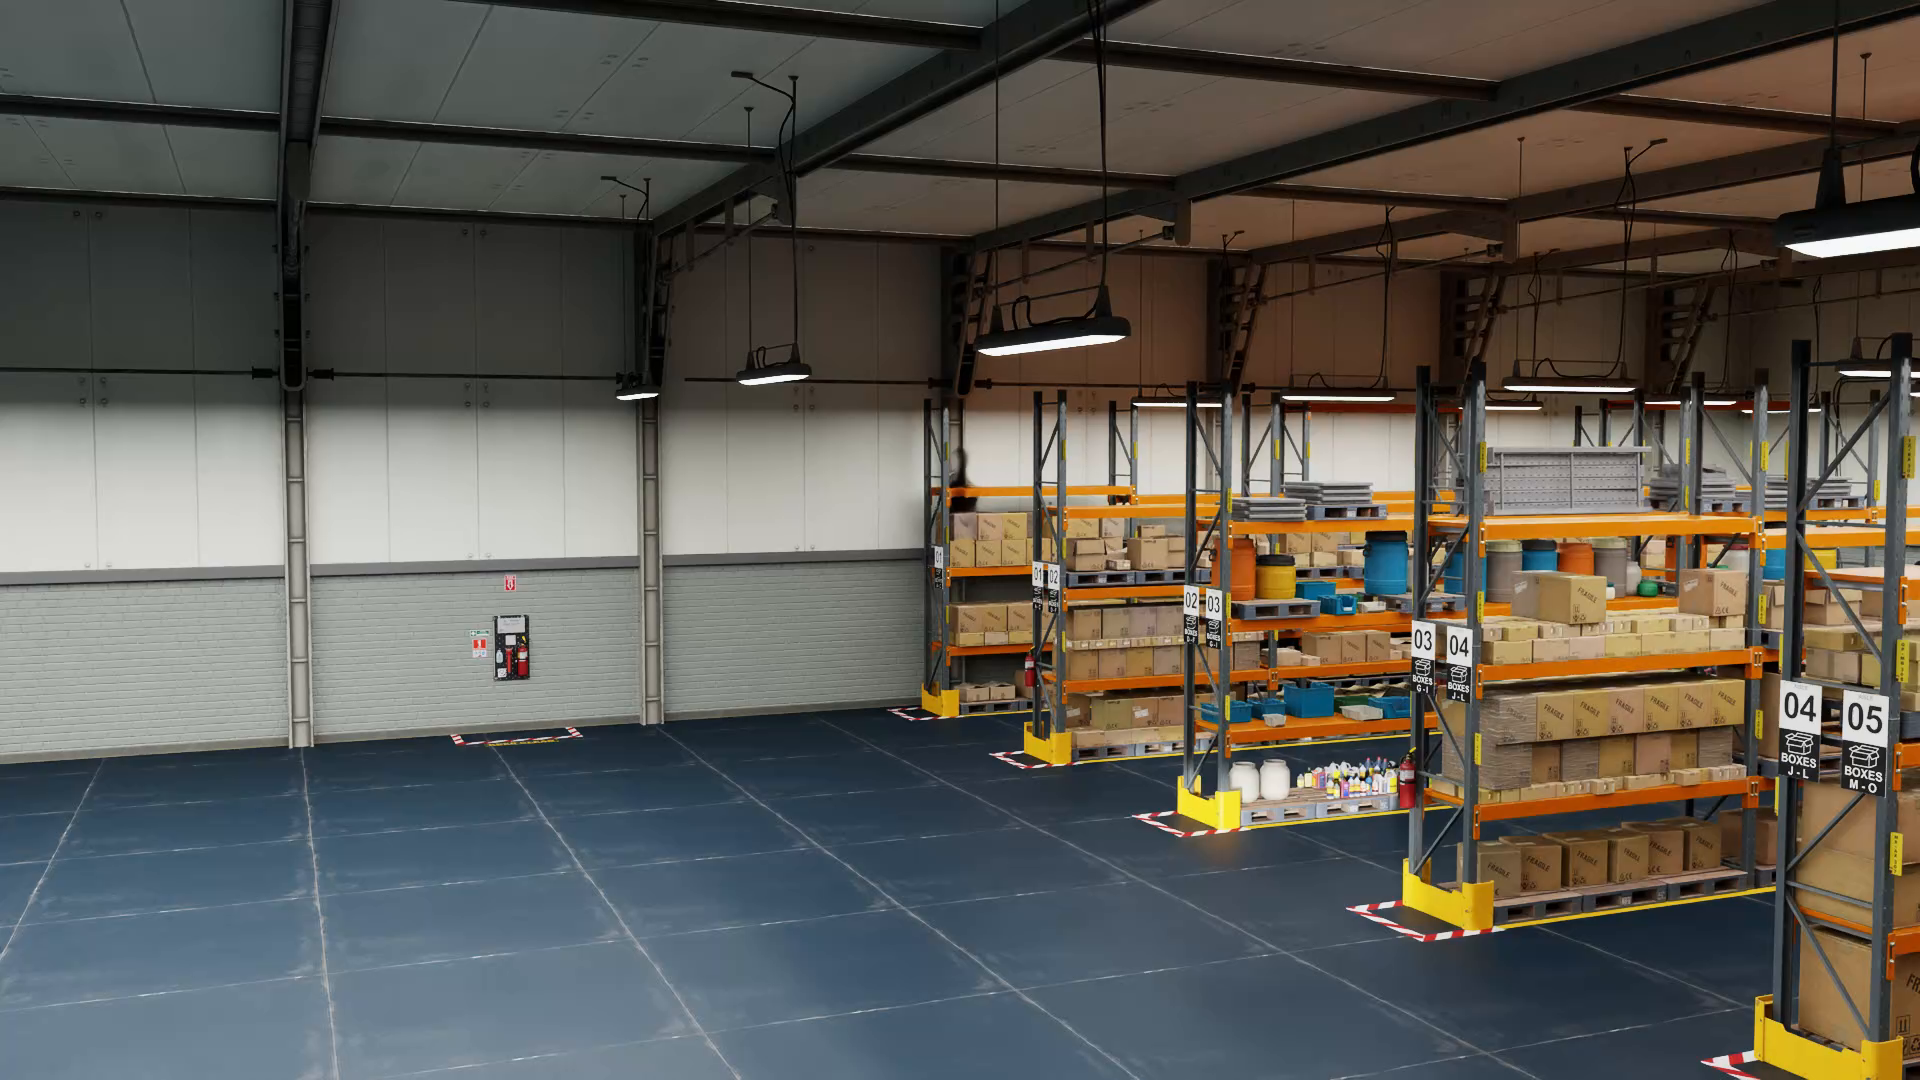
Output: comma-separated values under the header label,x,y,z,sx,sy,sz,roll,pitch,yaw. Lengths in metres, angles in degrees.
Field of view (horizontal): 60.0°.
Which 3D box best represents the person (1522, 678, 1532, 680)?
label,x,y,z,sx,sy,sz,roll,pitch,yaw
person,9.797,2.667,28.856,0.763,1.597,0.581,-2,4,-25
